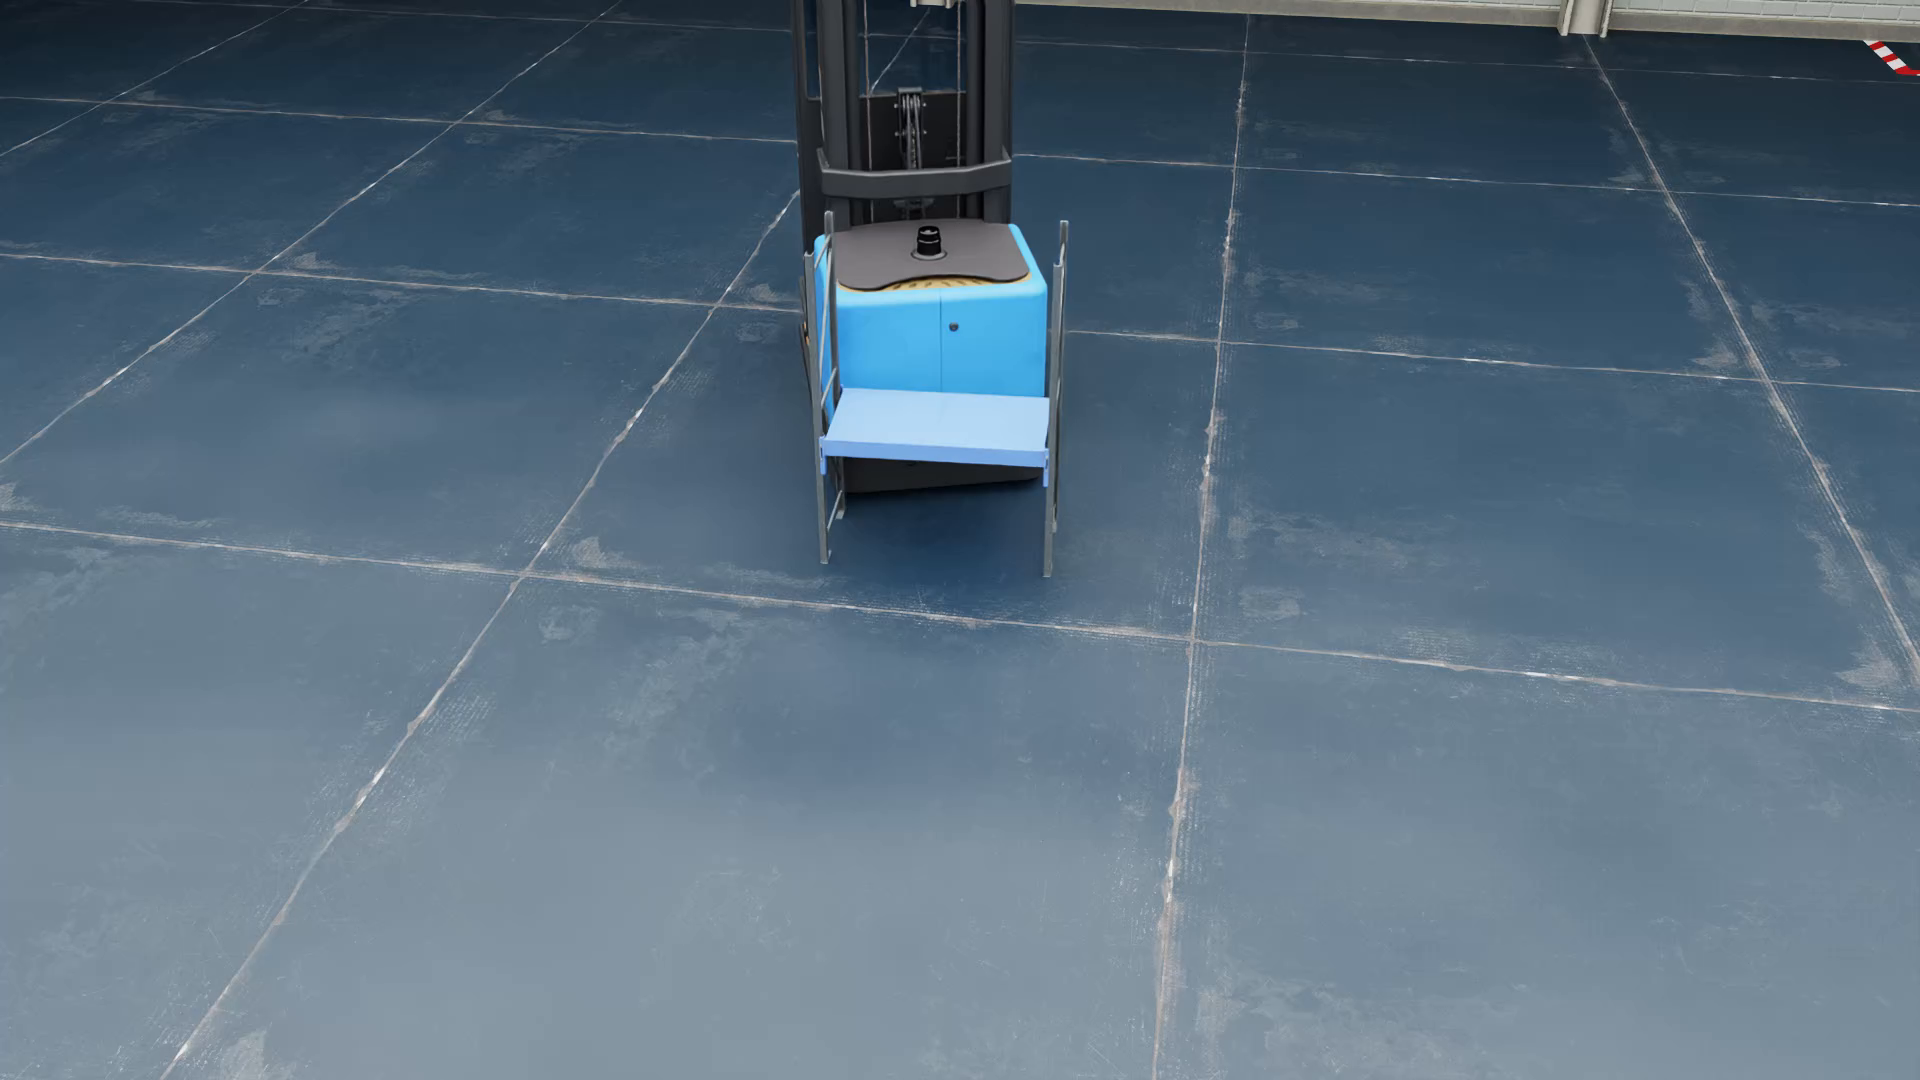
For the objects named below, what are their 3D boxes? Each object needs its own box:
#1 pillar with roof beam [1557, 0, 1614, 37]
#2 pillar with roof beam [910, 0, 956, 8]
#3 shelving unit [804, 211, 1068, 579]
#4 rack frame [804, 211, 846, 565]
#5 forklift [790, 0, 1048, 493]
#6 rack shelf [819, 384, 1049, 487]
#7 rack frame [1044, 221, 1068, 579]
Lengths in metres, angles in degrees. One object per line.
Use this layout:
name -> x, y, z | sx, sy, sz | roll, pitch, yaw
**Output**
pillar with roof beam -> 4.935, -6.195, 9.165 | 0.400, 9.000, 9.100 | 5, 32, 8
pillar with roof beam -> -0.980, -6.730, 10.021 | 0.400, 9.000, 9.100 | 5, 32, 8
shelving unit -> -0.087, -0.625, 7.335 | 1.048, 1.500, 0.538 | 3, 32, 5
rack frame -> -0.592, -0.655, 7.383 | 0.032, 1.500, 0.500 | 3, 32, 5
forklift -> -0.316, -2.235, 8.558 | 1.130, 2.935, 3.031 | -5, 32, -7
rack shelf -> -0.087, -0.473, 7.431 | 1.000, 0.185, 0.538 | 3, 32, 5
rack frame -> 0.419, -0.595, 7.288 | 0.032, 1.500, 0.500 | 3, 32, 5
